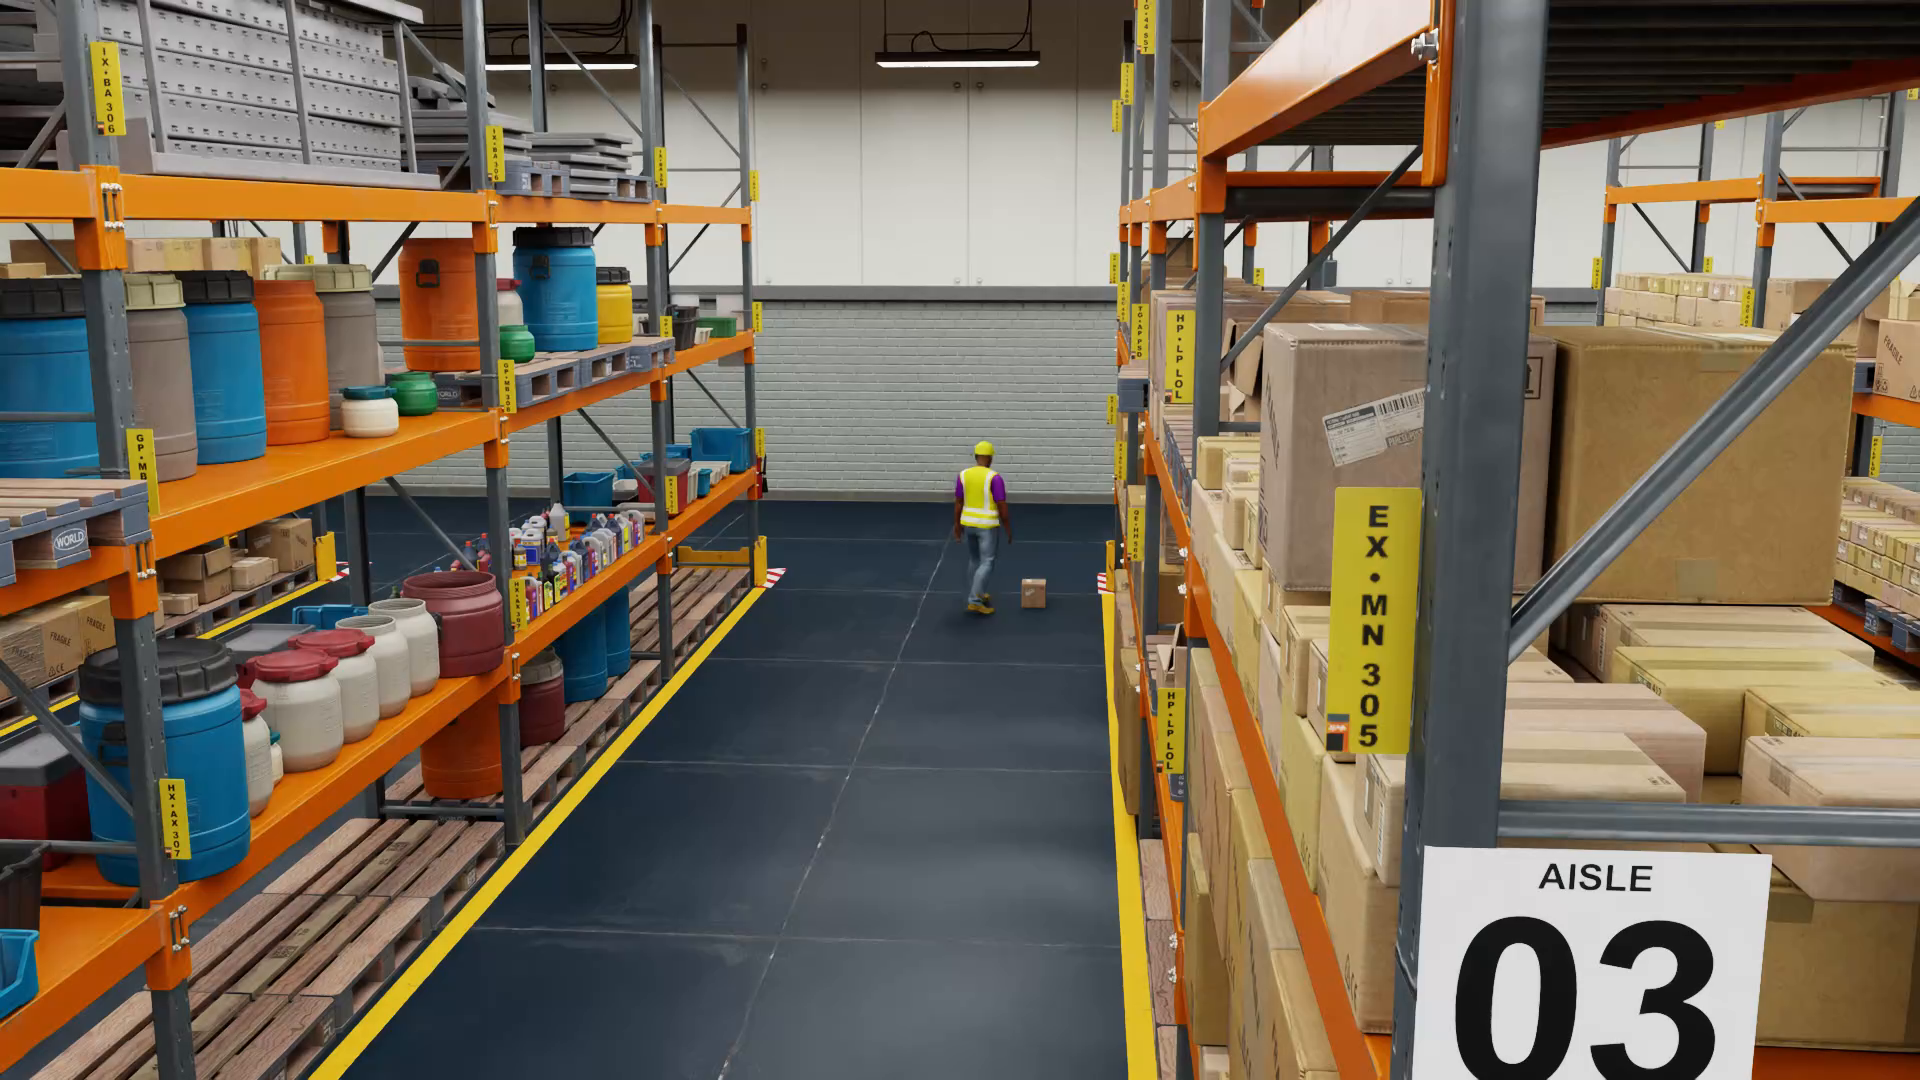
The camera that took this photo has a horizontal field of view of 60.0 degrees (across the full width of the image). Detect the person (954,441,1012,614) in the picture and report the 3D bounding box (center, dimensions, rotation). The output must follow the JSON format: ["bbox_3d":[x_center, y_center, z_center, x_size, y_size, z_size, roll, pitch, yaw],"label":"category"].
[{"bbox_3d":[0.222,-0.142,17.147,0.637,1.754,0.738,7,13,34],"label":"person"}]
